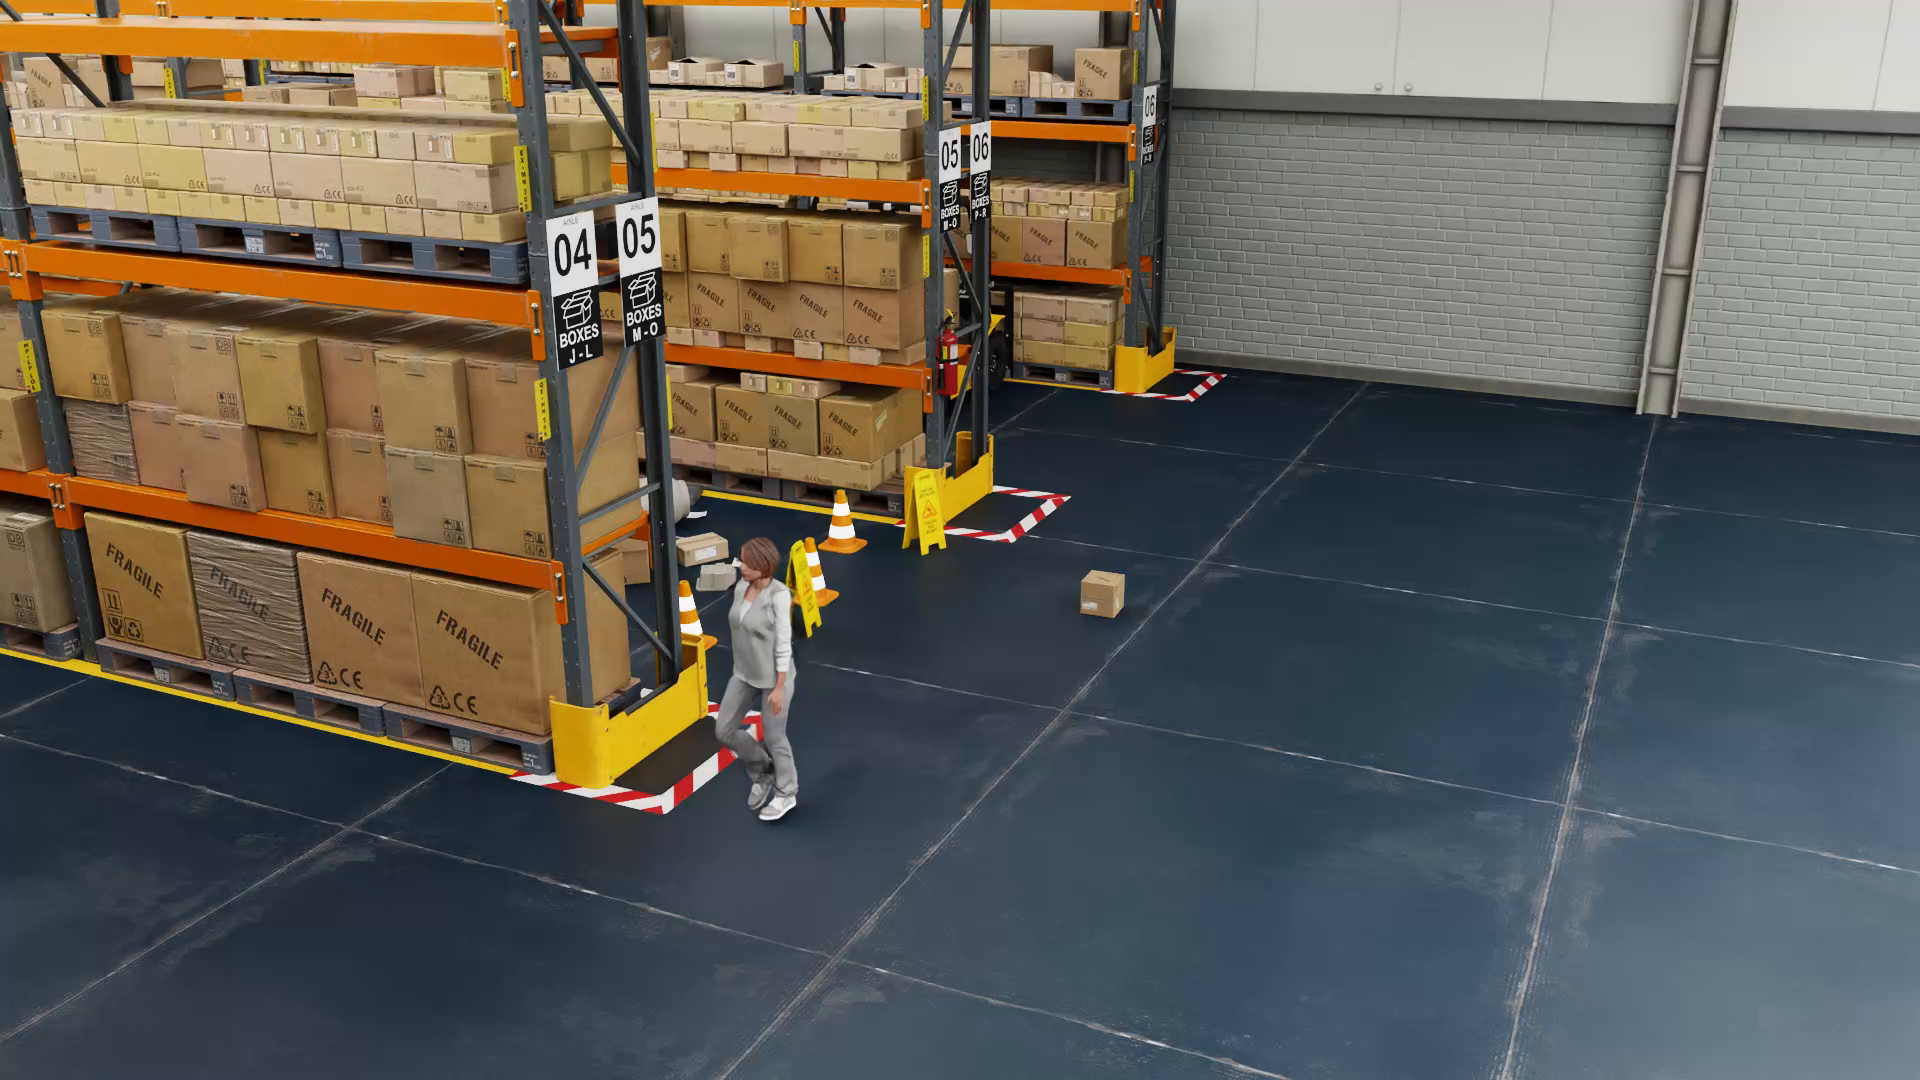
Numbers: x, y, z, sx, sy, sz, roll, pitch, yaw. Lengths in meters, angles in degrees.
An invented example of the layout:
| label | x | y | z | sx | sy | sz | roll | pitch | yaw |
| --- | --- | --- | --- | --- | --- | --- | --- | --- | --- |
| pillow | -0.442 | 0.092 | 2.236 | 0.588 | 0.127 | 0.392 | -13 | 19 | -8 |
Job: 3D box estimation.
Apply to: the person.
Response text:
| label | x | y | z | sx | sy | sz | roll | pitch | yaw |
| --- | --- | --- | --- | --- | --- | --- | --- | --- | --- |
| person | -1.070 | 0.757 | 8.859 | 0.433 | 1.598 | 0.428 | 15 | 24 | 36 |
